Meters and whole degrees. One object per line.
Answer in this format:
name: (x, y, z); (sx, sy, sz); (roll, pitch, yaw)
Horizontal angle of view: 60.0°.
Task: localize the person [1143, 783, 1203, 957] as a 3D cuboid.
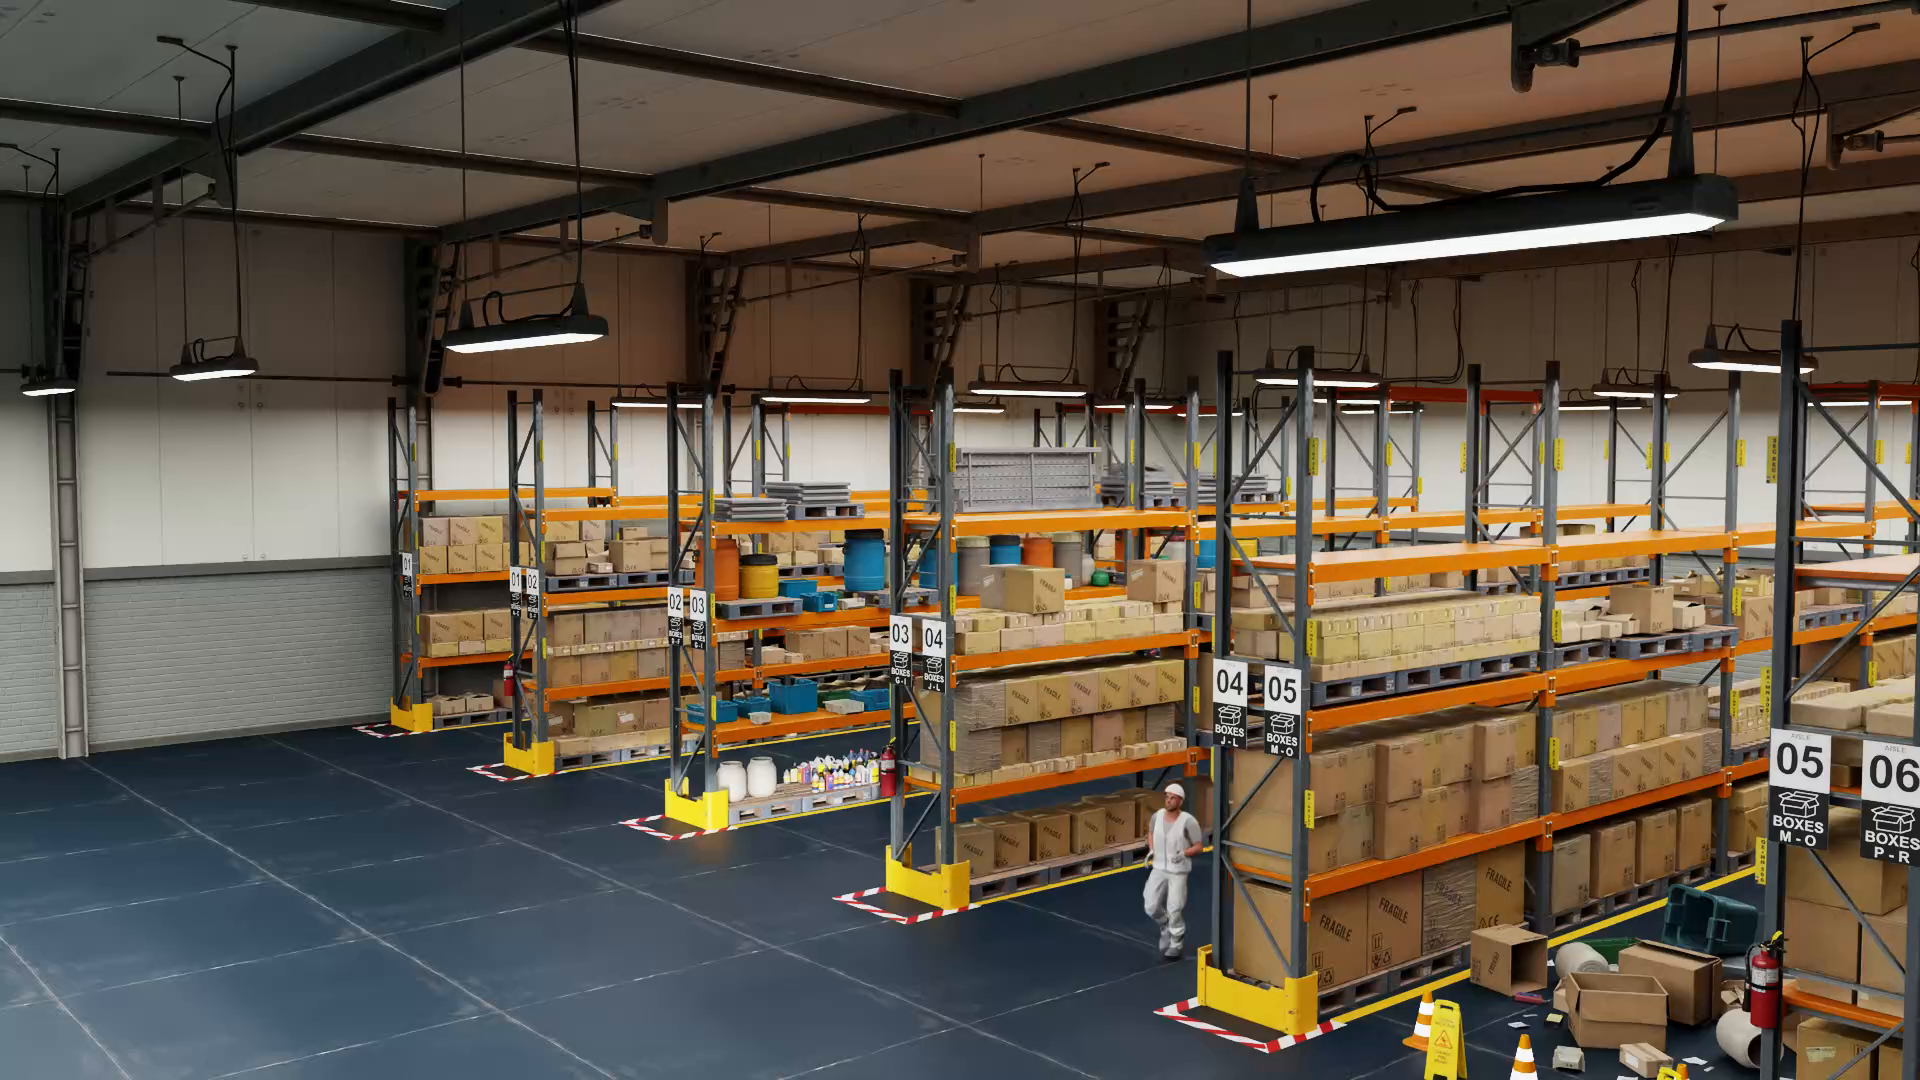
person: (2.071, 3.308, 16.590); (0.644, 1.741, 0.581); (2, 4, 31)
